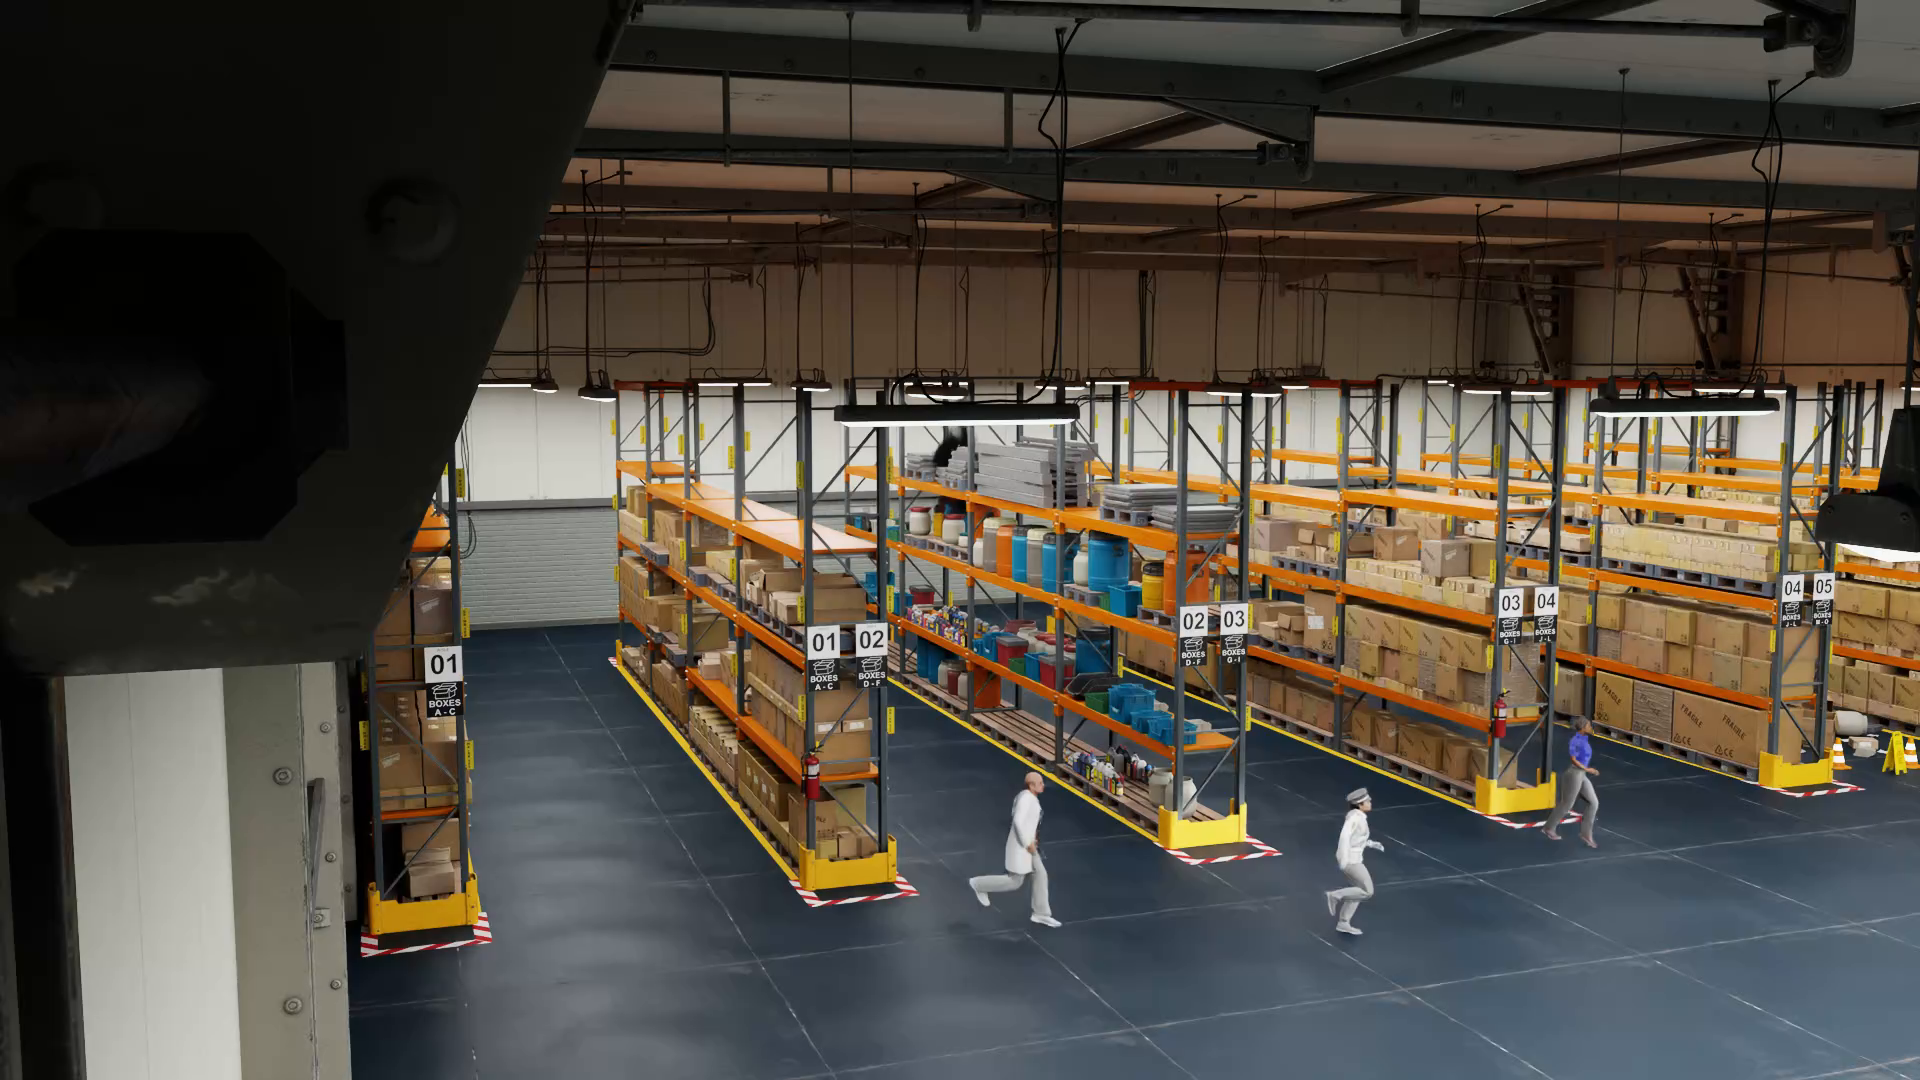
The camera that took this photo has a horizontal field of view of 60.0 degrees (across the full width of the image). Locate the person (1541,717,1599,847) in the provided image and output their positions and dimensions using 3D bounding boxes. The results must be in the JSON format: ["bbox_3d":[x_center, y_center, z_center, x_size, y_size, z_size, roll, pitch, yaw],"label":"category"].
[{"bbox_3d":[8.161,3.192,22.073,0.704,1.698,0.677,4,7,33],"label":"person"}]

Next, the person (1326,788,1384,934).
[{"bbox_3d":[4.405,3.575,18.512,0.625,1.647,0.654,1,6,9],"label":"person"}]

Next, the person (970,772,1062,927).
[{"bbox_3d":[0.639,3.499,18.826,1.058,1.777,0.715,1,6,11],"label":"person"}]
